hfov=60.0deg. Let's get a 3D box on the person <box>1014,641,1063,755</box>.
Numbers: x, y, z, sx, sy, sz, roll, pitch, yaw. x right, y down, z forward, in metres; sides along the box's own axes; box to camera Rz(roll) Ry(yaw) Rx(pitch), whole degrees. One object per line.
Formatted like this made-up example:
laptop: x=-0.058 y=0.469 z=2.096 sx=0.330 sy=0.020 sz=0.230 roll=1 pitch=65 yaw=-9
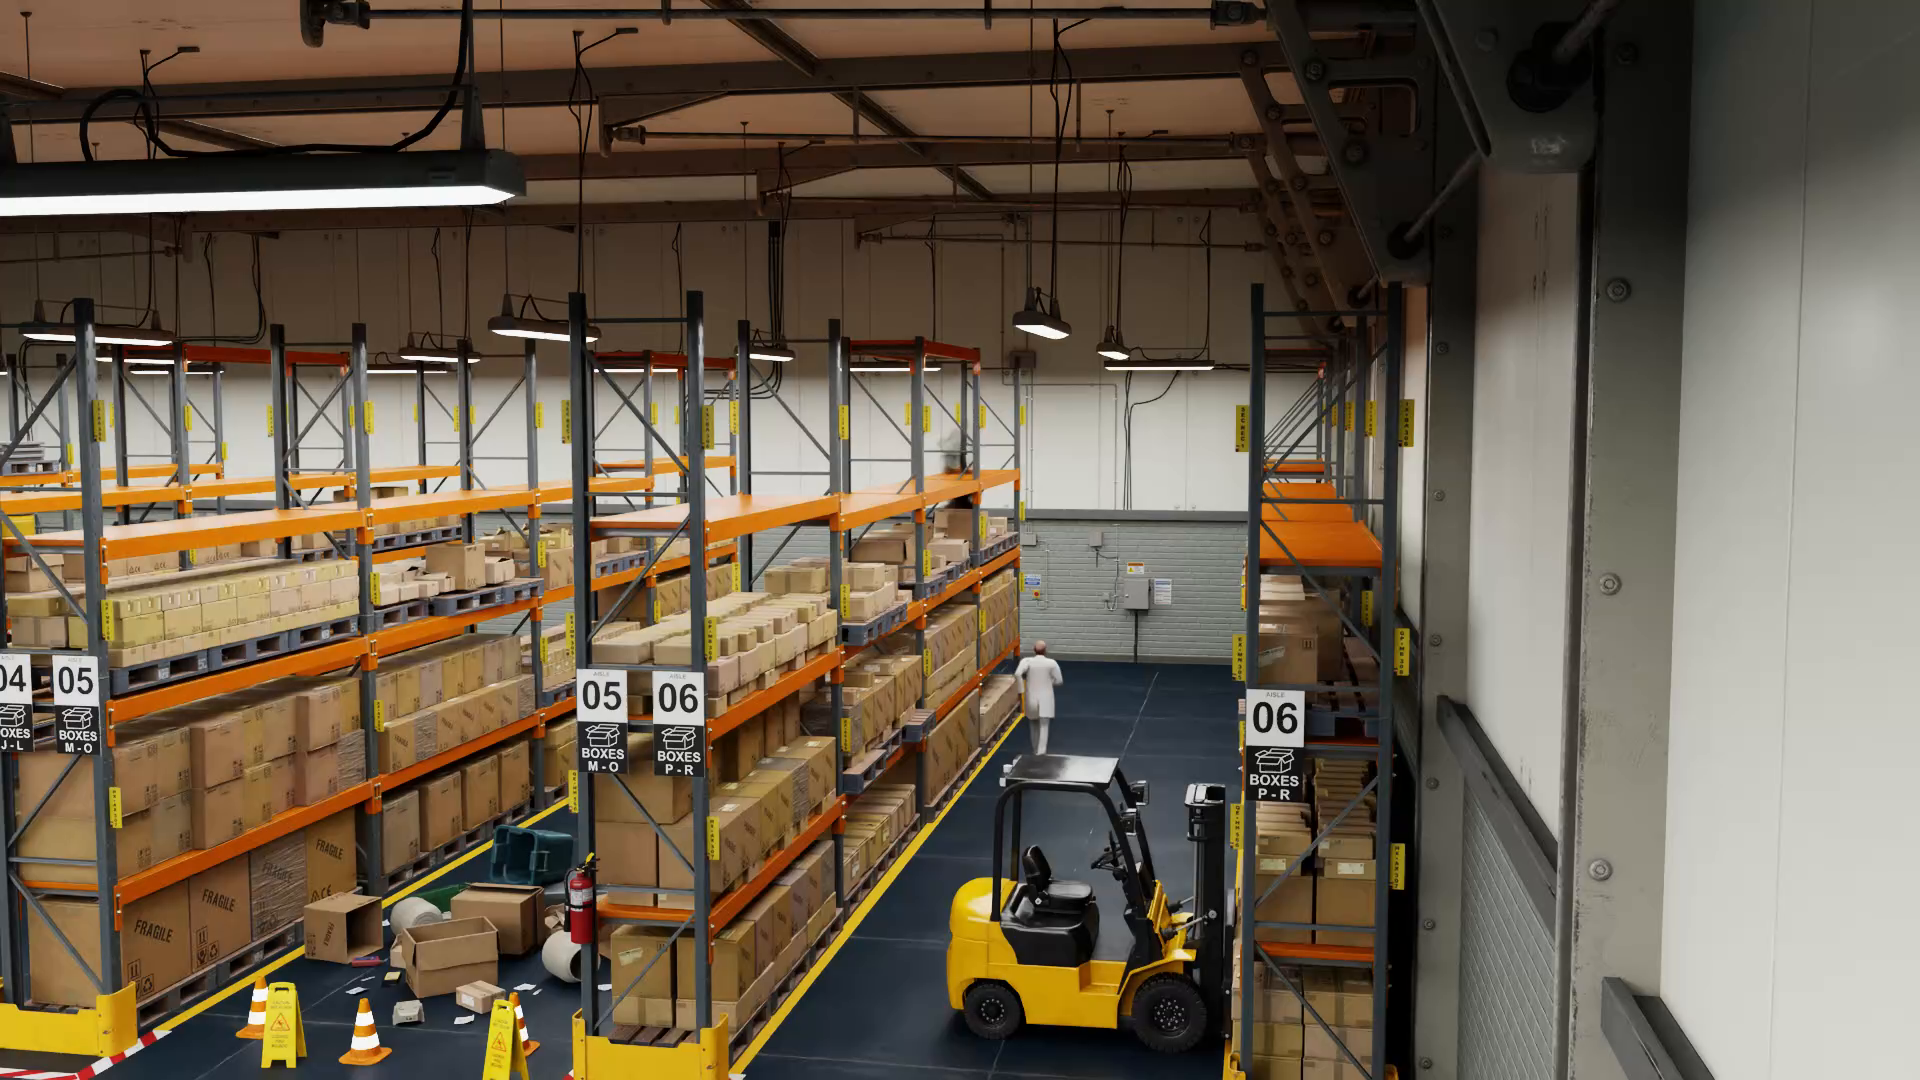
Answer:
person: x=1.141 y=2.355 z=23.903 sx=0.678 sy=1.800 sz=1.028 roll=1 pitch=5 yaw=11
